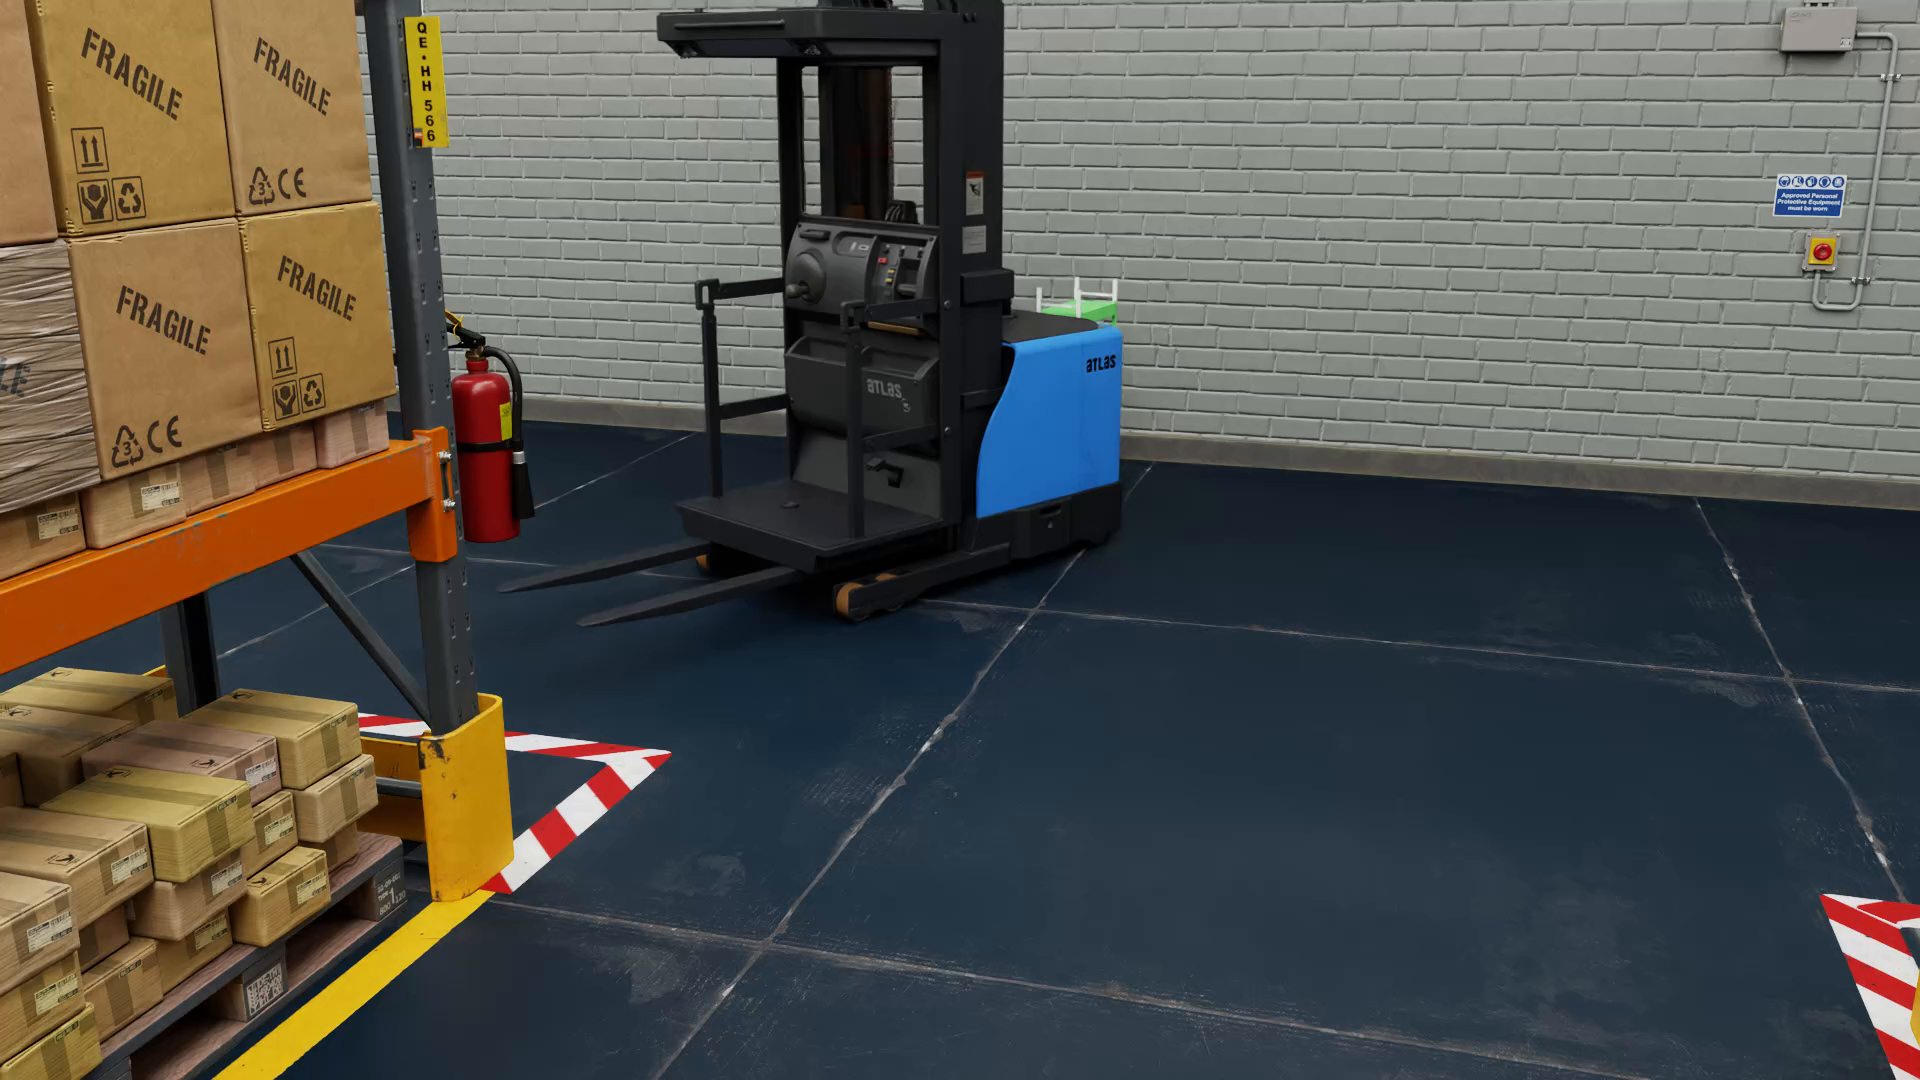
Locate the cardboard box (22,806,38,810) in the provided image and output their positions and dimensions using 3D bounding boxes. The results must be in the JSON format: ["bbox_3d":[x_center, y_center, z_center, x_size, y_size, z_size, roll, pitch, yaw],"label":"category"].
[{"bbox_3d":[-2.417,0.759,4.065,0.380,0.149,0.250,5,17,17],"label":"cardboard box"}]

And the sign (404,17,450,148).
[{"bbox_3d":[-1.379,-1.183,4.303,0.100,0.325,0.005,5,16,16],"label":"sign"}]

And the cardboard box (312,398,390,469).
[{"bbox_3d":[-1.727,-0.294,4.330,0.380,0.149,0.250,5,16,16],"label":"cardboard box"}]

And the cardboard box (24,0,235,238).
[{"bbox_3d":[-1.941,-0.923,3.526,0.500,0.500,0.500,4,16,14],"label":"cardboard box"}]

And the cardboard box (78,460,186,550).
[{"bbox_3d":[-1.940,-0.097,3.634,0.380,0.149,0.250,5,17,17],"label":"cardboard box"}]

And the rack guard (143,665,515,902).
[{"bbox_3d":[-1.927,0.700,4.945,1.175,0.500,0.348,5,16,16],"label":"rack guard"}]

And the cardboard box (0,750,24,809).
[{"bbox_3d":[-2.537,0.609,4.050,0.380,0.149,0.250,5,16,16],"label":"cardboard box"}]

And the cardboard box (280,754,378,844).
[{"bbox_3d":[-1.781,0.664,4.400,0.380,0.149,0.250,4,16,14],"label":"cardboard box"}]

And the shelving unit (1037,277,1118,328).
[{"bbox_3d":[0.613,-0.753,8.785,0.258,1.200,0.503,8,18,26],"label":"shelving unit"}]

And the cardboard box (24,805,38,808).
[{"bbox_3d":[-2.432,0.688,4.315,0.380,0.149,0.250,5,16,16],"label":"cardboard box"}]

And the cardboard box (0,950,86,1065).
[{"bbox_3d":[-2.062,0.937,3.439,0.380,0.149,0.250,5,17,17],"label":"cardboard box"}]

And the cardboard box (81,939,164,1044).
[{"bbox_3d":[-2.046,1.004,3.747,0.380,0.149,0.250,5,17,16],"label":"cardboard box"}]

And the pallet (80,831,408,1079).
[{"bbox_3d":[-2.191,1.049,4.245,1.003,0.211,1.213,5,16,16],"label":"pallet"}]

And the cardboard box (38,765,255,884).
[{"bbox_3d":[-1.891,0.658,3.877,0.380,0.149,0.250,4,16,15],"label":"cardboard box"}]

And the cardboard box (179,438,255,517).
[{"bbox_3d":[-1.890,-0.165,3.876,0.380,0.149,0.250,4,16,15],"label":"cardboard box"}]

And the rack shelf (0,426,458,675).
[{"bbox_3d":[-2.473,0.347,2.927,1.077,0.370,4.000,5,16,16],"label":"rack shelf"}]

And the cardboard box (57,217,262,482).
[{"bbox_3d":[-1.937,-0.442,3.661,0.500,0.500,0.500,4,16,15],"label":"cardboard box"}]

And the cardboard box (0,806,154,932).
[{"bbox_3d":[-2.025,0.721,3.656,0.380,0.149,0.250,4,16,14],"label":"cardboard box"}]

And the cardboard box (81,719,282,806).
[{"bbox_3d":[-1.939,0.580,4.151,0.380,0.149,0.250,5,17,17],"label":"cardboard box"}]

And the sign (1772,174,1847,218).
[{"bbox_3d":[4.421,-1.792,8.654,0.327,0.218,0.001,5,16,16],"label":"sign"}]

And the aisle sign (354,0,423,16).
[{"bbox_3d":[-1.597,-1.769,4.304,0.394,0.787,0.004,5,16,16],"label":"aisle sign"}]

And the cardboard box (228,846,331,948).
[{"bbox_3d":[-1.831,0.876,4.198,0.380,0.149,0.250,5,17,18],"label":"cardboard box"}]

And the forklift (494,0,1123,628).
[{"bbox_3d":[-0.598,-1.221,7.262,3.031,2.935,1.130,-15,22,-43],"label":"forklift"}]

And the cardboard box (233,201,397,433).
[{"bbox_3d":[-1.786,-0.576,4.135,0.500,0.500,0.500,5,17,17],"label":"cardboard box"}]

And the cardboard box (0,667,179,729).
[{"bbox_3d":[-2.380,0.472,4.534,0.380,0.149,0.250,4,16,13],"label":"cardboard box"}]

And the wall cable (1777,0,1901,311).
[{"bbox_3d":[4.450,-2.146,8.478,0.585,1.953,0.123,5,16,16],"label":"wall cable"}]

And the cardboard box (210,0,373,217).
[{"bbox_3d":[-1.797,-1.056,3.993,0.500,0.500,0.500,4,16,15],"label":"cardboard box"}]

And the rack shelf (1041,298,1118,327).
[{"bbox_3d":[0.613,-1.153,8.671,0.258,0.148,0.480,8,18,26],"label":"rack shelf"}]

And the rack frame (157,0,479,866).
[{"bbox_3d":[-1.905,-0.522,4.674,1.000,3.000,0.127,5,16,16],"label":"rack frame"}]

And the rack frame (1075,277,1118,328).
[{"bbox_3d":[0.724,-0.812,8.994,0.240,1.200,0.015,8,18,26],"label":"rack frame"}]

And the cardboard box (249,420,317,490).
[{"bbox_3d":[-1.833,-0.232,4.111,0.380,0.149,0.250,5,16,16],"label":"cardboard box"}]

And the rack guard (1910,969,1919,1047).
[{"bbox_3d":[2.876,1.031,3.777,1.175,0.500,0.348,5,16,16],"label":"rack guard"}]

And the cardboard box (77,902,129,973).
[{"bbox_3d":[-2.102,0.863,3.701,0.380,0.149,0.250,4,16,15],"label":"cardboard box"}]

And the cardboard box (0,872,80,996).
[{"bbox_3d":[-2.048,0.795,3.393,0.380,0.149,0.250,5,17,18],"label":"cardboard box"}]

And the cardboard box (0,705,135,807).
[{"bbox_3d":[-2.343,0.553,4.247,0.380,0.149,0.250,5,17,17],"label":"cardboard box"}]

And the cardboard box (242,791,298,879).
[{"bbox_3d":[-1.907,0.728,4.174,0.380,0.149,0.250,4,16,15],"label":"cardboard box"}]

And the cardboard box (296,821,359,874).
[{"bbox_3d":[-1.855,0.801,4.463,0.380,0.149,0.250,5,17,17],"label":"cardboard box"}]

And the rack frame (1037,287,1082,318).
[{"bbox_3d":[0.501,-0.694,8.576,0.240,1.200,0.015,8,18,26],"label":"rack frame"}]

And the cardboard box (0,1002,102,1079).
[{"bbox_3d":[-2.058,1.076,3.494,0.380,0.149,0.250,4,16,13],"label":"cardboard box"}]

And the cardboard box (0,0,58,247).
[{"bbox_3d":[-2.080,-0.786,3.044,0.500,0.500,0.500,6,17,19],"label":"cardboard box"}]

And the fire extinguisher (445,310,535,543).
[{"bbox_3d":[-1.391,-0.336,4.841,0.296,0.674,0.183,5,16,16],"label":"fire extinguisher"}]

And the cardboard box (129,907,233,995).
[{"bbox_3d":[-1.988,0.939,3.978,0.380,0.149,0.250,5,16,16],"label":"cardboard box"}]

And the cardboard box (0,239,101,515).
[{"bbox_3d":[-2.072,-0.308,3.191,0.500,0.500,0.500,5,16,16],"label":"cardboard box"}]

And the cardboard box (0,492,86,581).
[{"bbox_3d":[-2.043,-0.030,3.399,0.380,0.149,0.250,4,16,13],"label":"cardboard box"}]

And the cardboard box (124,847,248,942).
[{"bbox_3d":[-1.927,0.800,3.920,0.380,0.149,0.250,4,16,14],"label":"cardboard box"}]

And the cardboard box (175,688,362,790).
[{"bbox_3d":[-1.813,0.519,4.367,0.380,0.149,0.250,5,17,17],"label":"cardboard box"}]
